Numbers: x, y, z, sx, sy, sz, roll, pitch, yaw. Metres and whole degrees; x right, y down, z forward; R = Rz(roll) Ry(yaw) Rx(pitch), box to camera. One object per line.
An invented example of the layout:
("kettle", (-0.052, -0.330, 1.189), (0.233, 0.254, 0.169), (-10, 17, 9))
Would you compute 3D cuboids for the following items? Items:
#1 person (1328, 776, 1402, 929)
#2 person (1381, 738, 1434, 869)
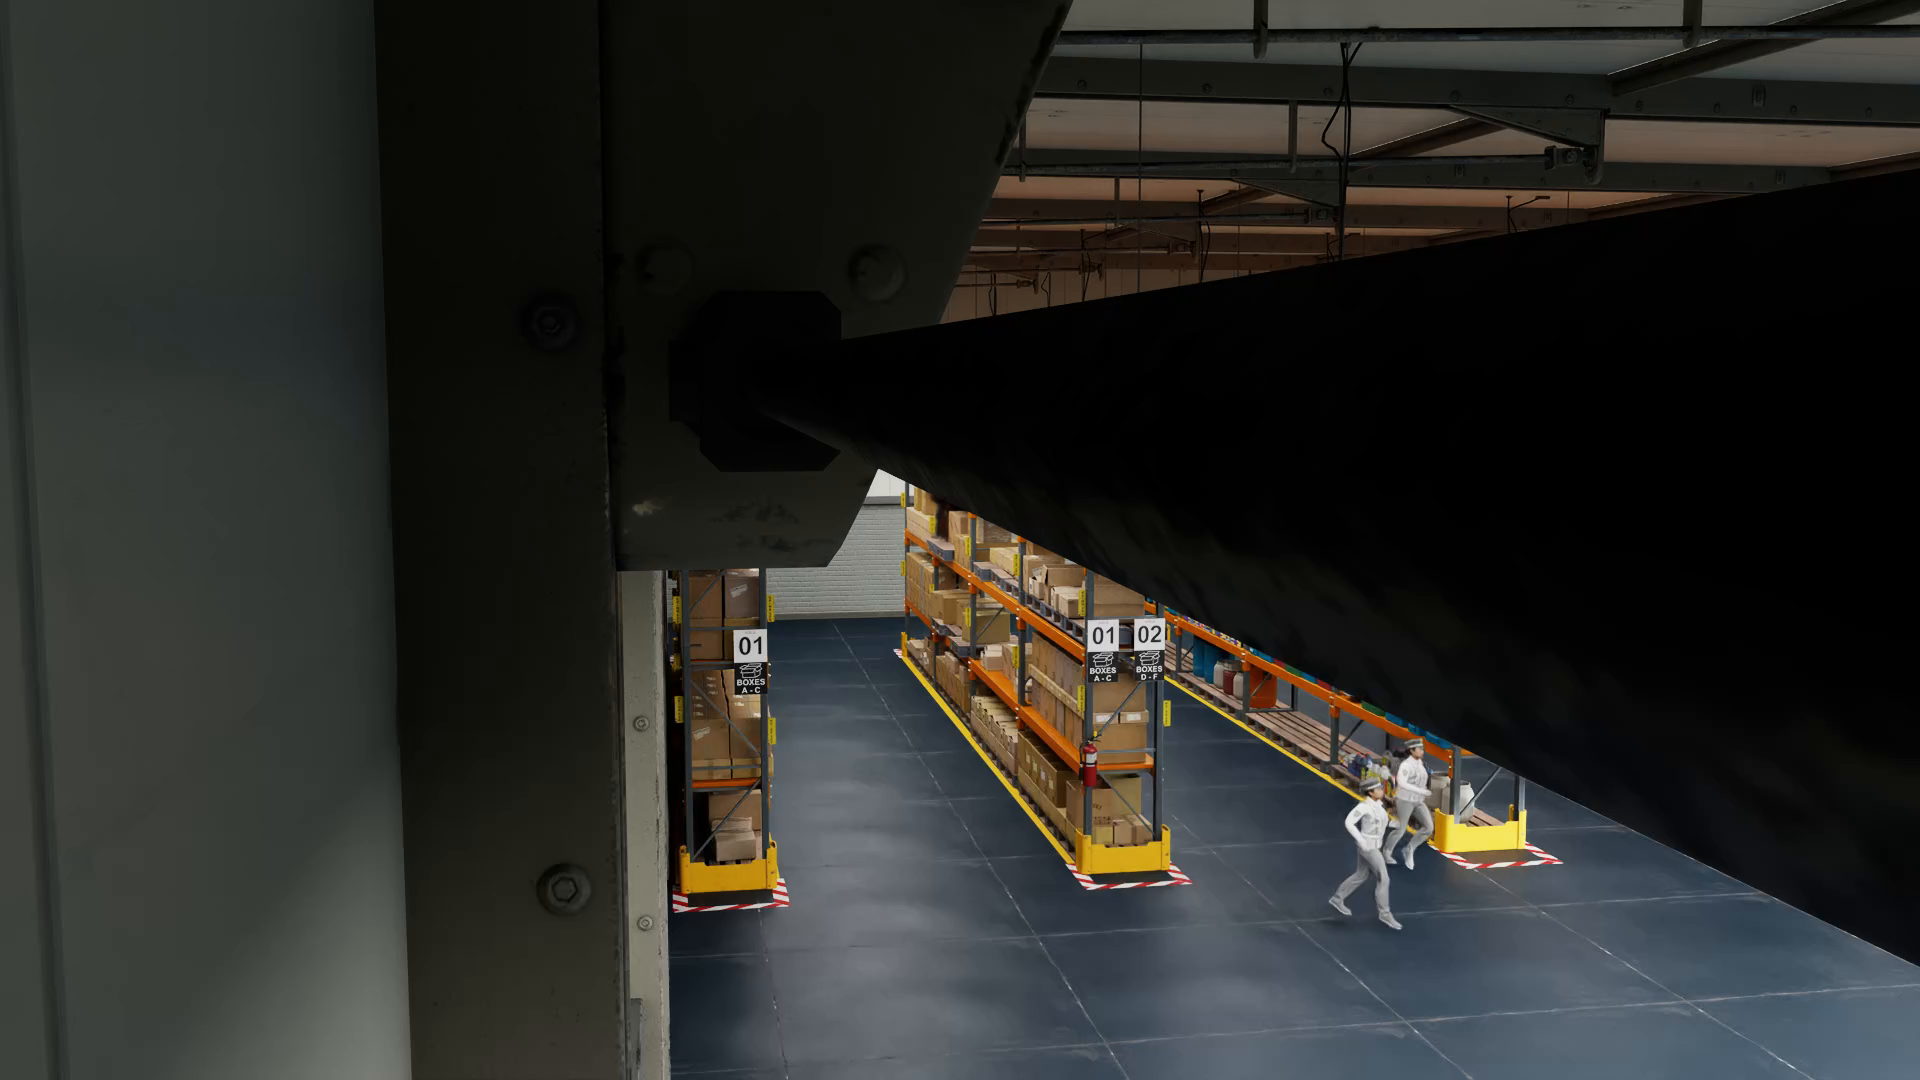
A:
("person", (4.665, 3.527, 18.969), (0.803, 1.736, 0.590), (2, 6, 21))
("person", (5.736, 3.323, 21.135), (0.687, 1.661, 0.650), (-5, 8, -41))
